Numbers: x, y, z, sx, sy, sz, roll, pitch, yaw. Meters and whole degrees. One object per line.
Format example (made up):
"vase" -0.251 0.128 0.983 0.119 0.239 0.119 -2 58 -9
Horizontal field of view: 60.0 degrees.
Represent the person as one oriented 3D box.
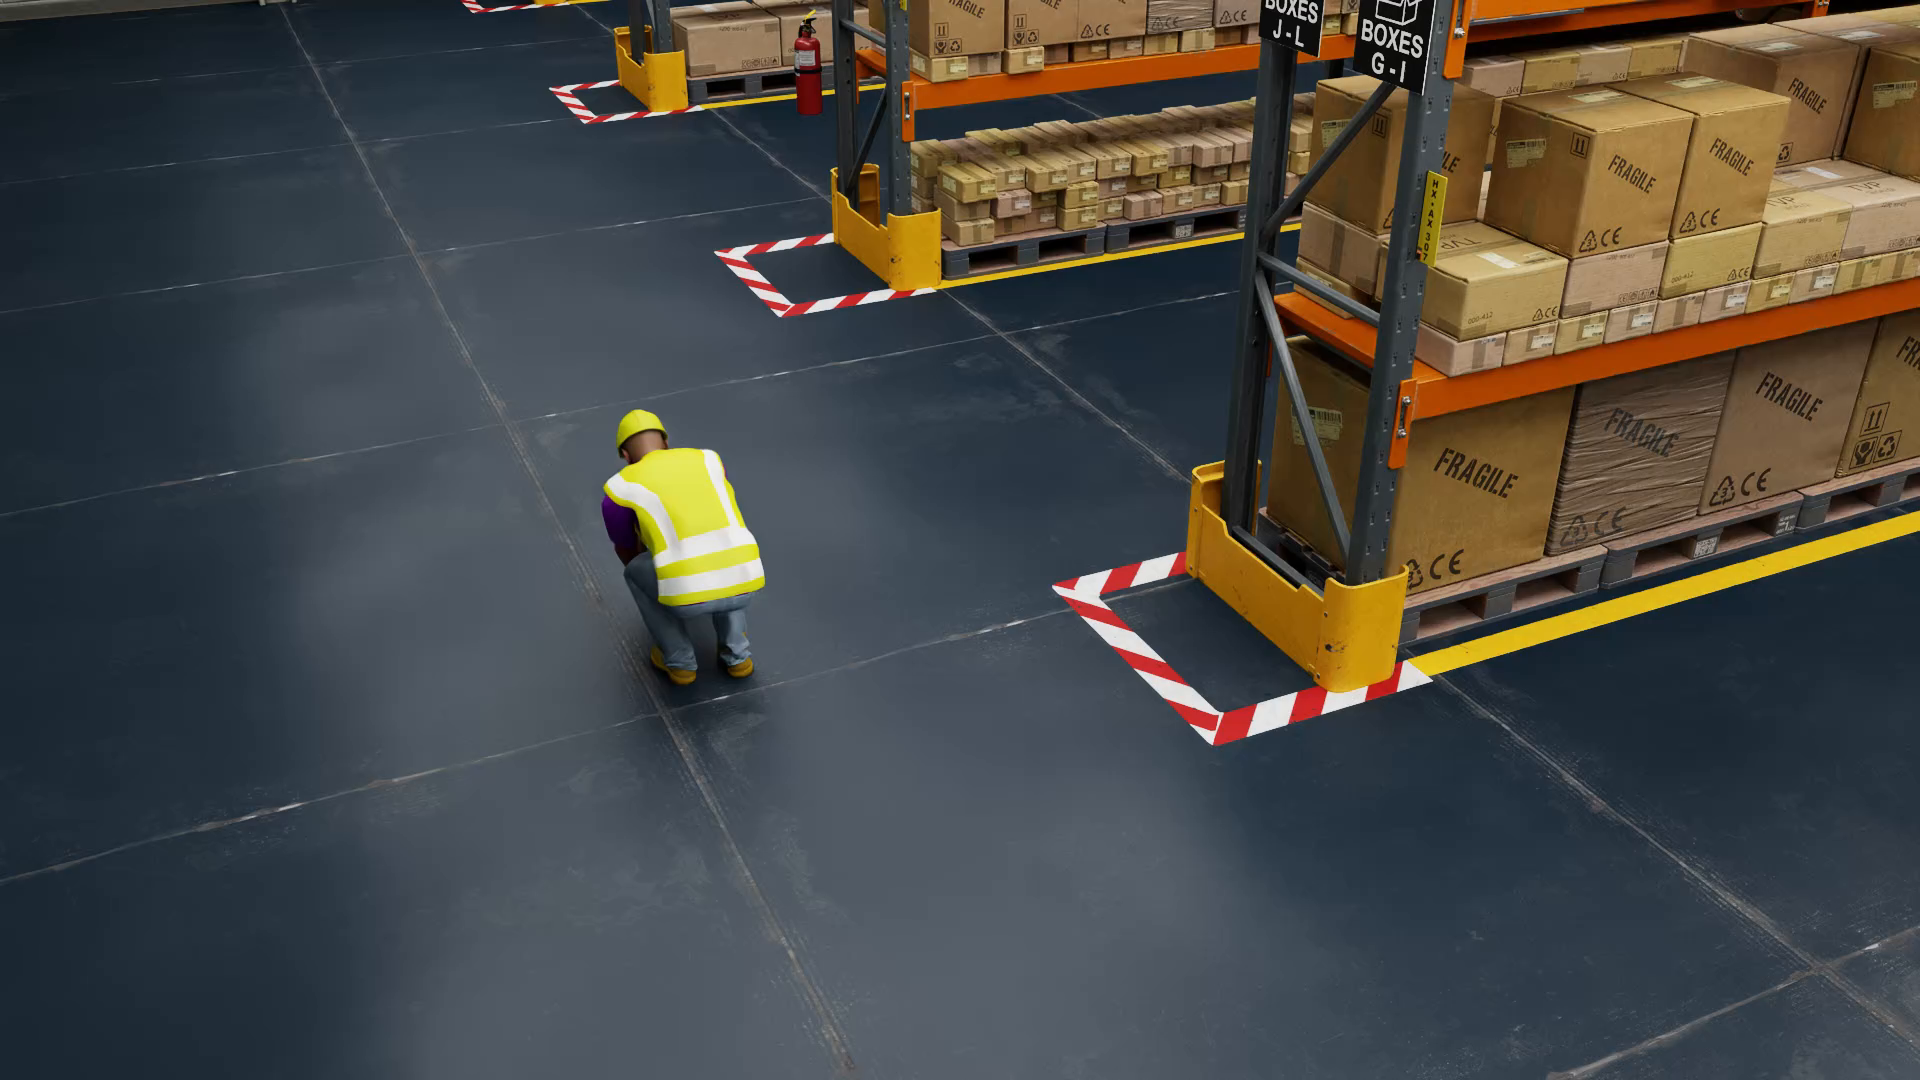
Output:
"person" -1.158 0.042 6.810 0.540 1.009 0.908 -14 32 -23
